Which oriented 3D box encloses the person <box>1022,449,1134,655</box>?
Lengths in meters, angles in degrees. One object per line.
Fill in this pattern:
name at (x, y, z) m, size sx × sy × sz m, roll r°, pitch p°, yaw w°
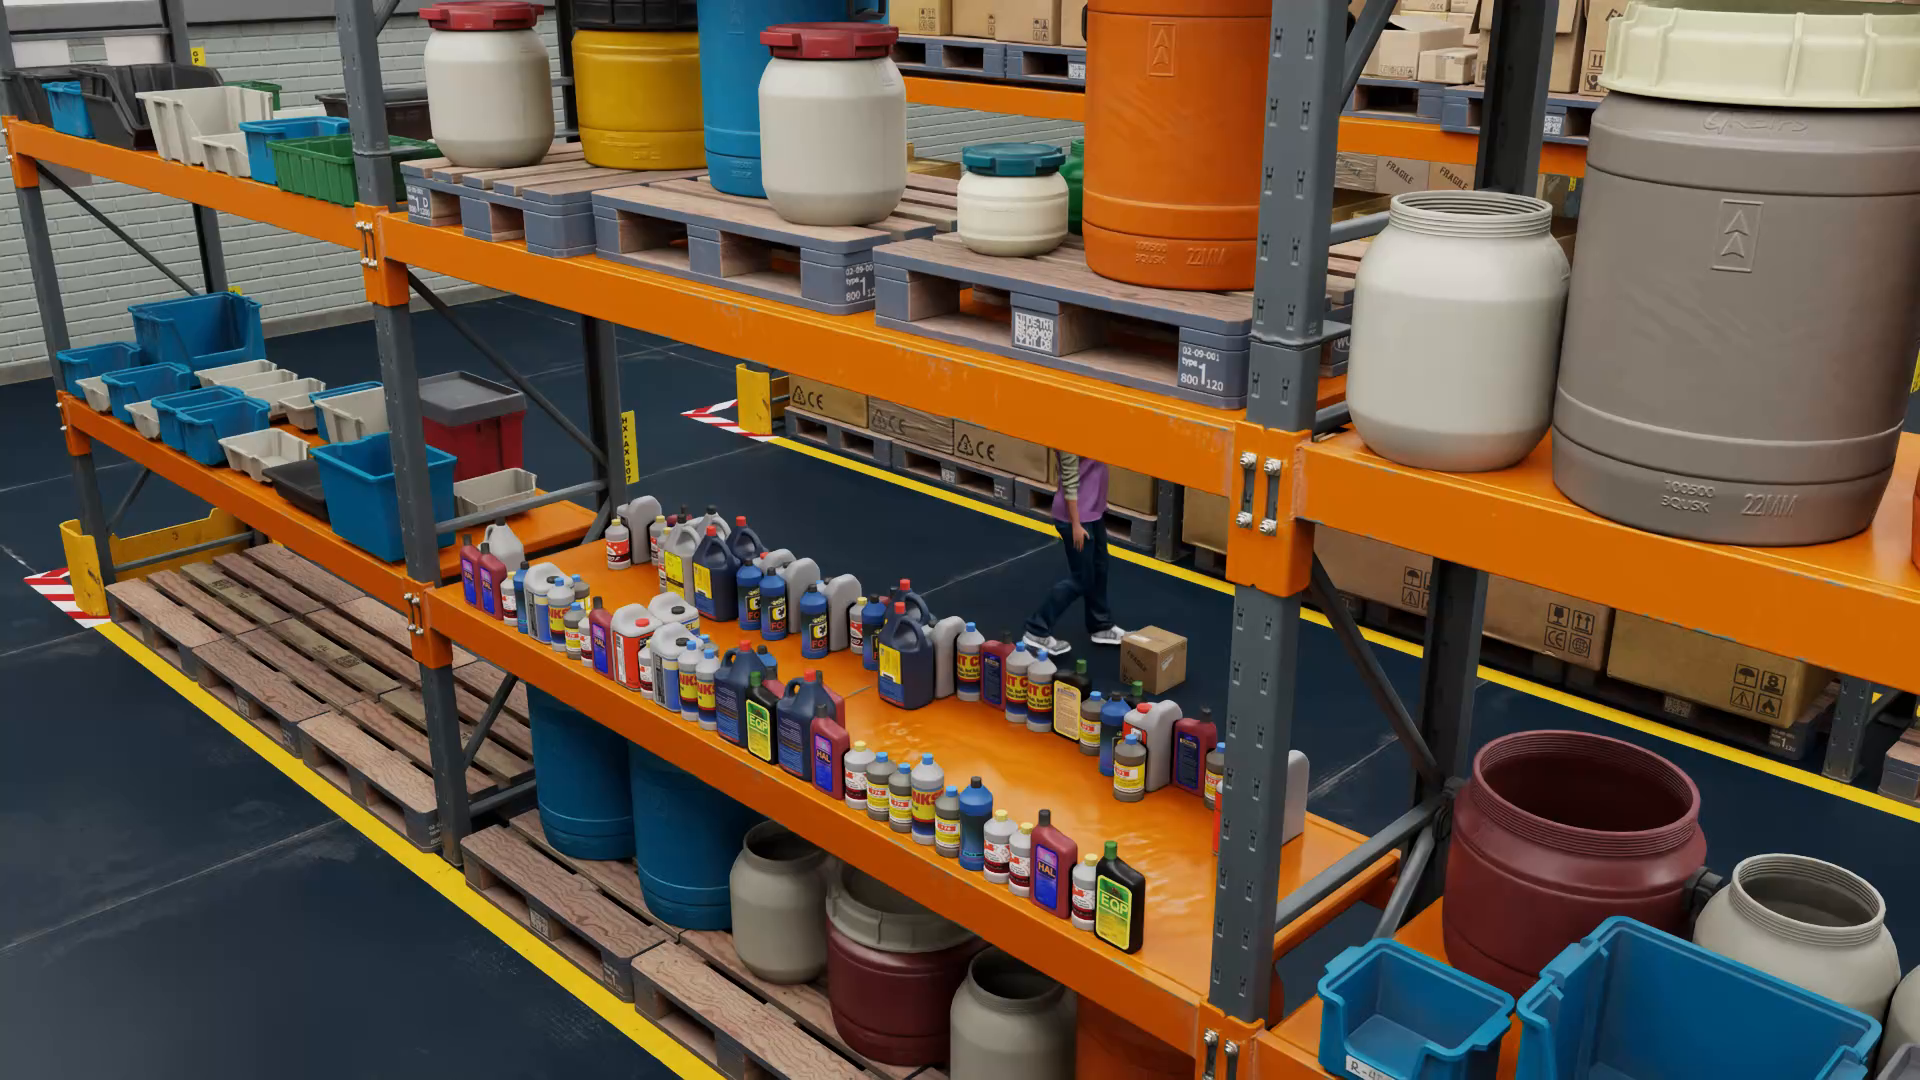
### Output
person at (0.668, -0.127, 8.902) m, size 0.593 × 1.583 × 0.437 m, roll 6°, pitch 22°, yaw 15°
